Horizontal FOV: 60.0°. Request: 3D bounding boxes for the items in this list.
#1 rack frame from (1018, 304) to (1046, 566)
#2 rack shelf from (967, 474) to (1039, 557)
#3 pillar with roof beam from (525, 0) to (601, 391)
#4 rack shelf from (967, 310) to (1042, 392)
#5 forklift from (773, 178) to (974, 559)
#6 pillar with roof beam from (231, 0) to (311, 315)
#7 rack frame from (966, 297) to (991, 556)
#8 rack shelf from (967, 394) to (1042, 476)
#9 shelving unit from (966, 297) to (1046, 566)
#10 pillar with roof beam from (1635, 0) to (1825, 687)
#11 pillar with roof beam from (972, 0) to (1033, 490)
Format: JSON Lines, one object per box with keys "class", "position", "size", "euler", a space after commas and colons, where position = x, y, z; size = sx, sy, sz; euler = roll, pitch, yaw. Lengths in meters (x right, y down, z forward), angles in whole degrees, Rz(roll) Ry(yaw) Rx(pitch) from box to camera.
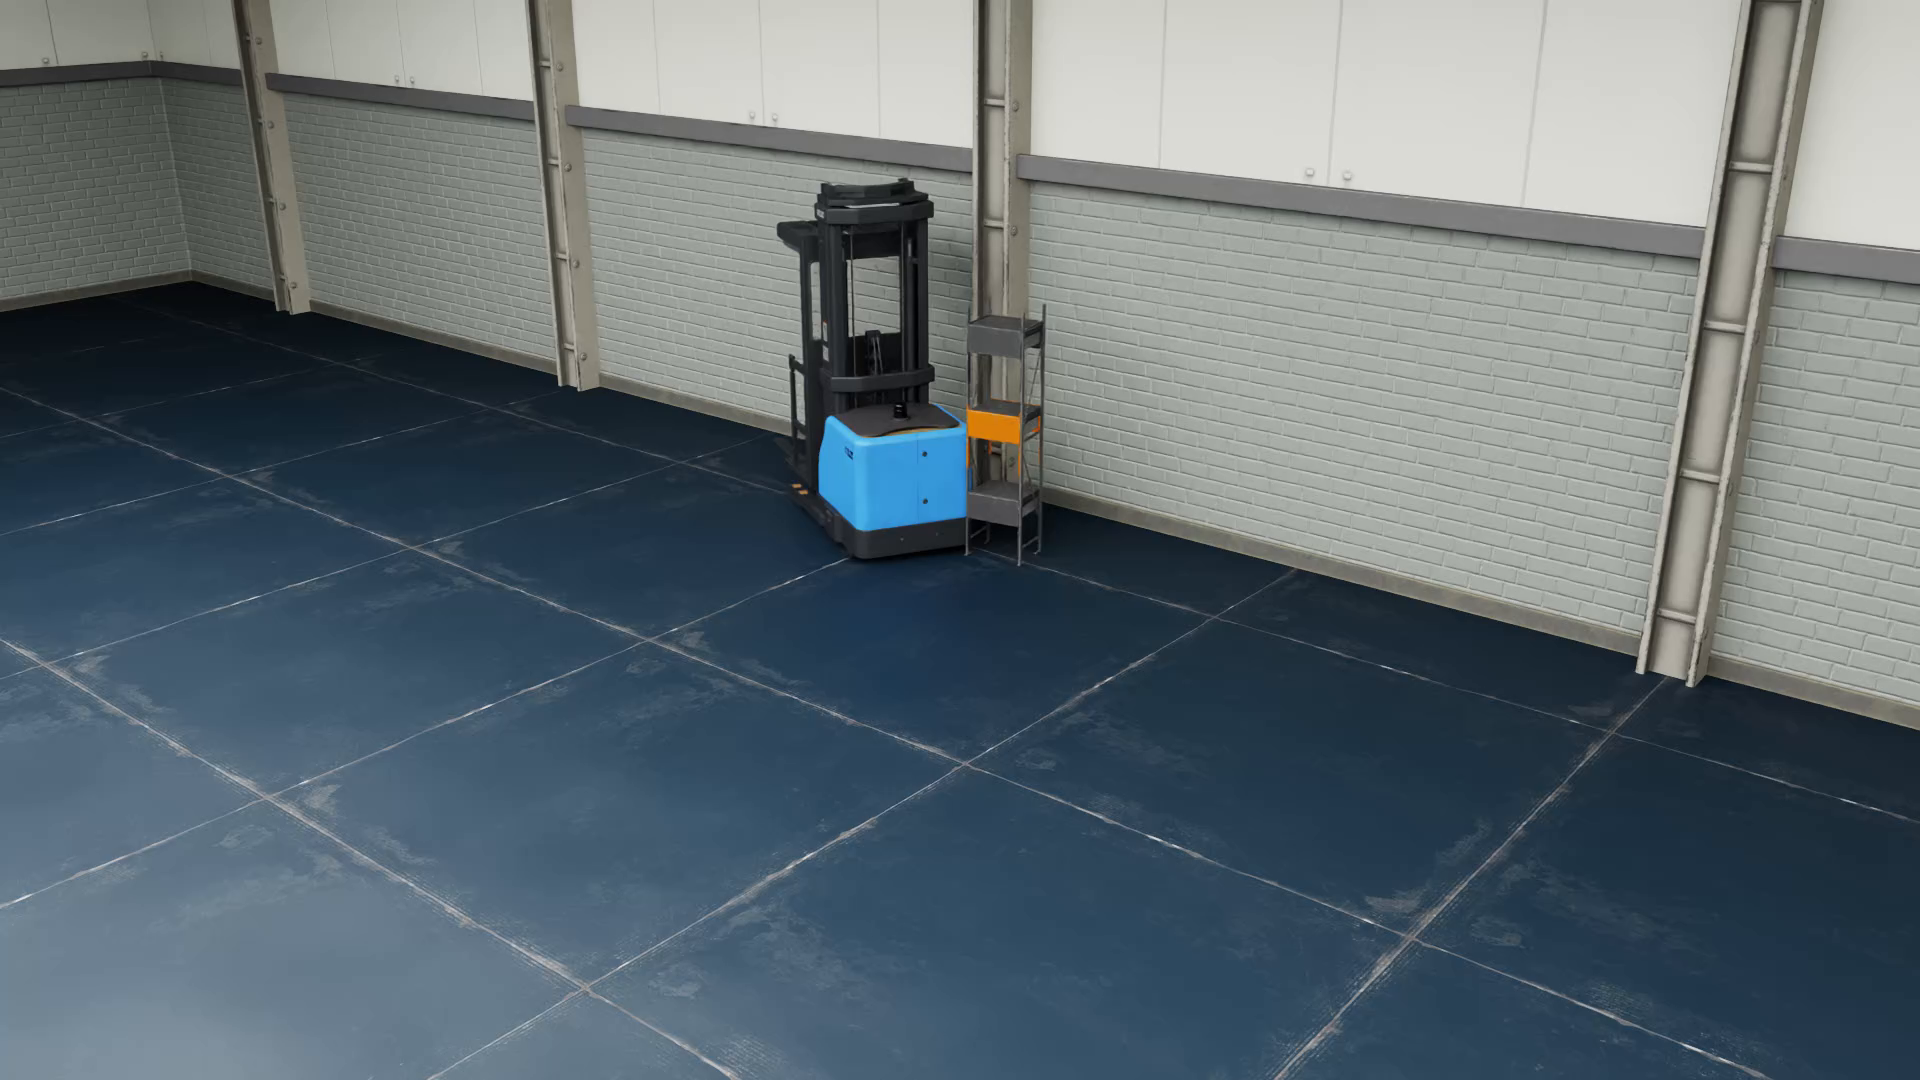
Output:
{"class": "rack frame", "position": [0.580, -0.831, 13.395], "size": [0.015, 2.100, 0.400], "euler": [11, 23, 27]}
{"class": "rack shelf", "position": [0.366, -0.204, 13.756], "size": [0.480, 0.518, 0.431], "euler": [11, 23, 27]}
{"class": "pillar with roof beam", "position": [-7.016, -4.779, 14.087], "size": [0.400, 9.000, 9.100], "euler": [16, 26, 36]}
{"class": "rack shelf", "position": [0.366, -1.514, 13.262], "size": [0.480, 0.518, 0.431], "euler": [11, 23, 27]}
{"class": "forklift", "position": [-0.919, -1.703, 14.530], "size": [1.130, 2.935, 3.031], "euler": [-8, 22, -21]}
{"class": "pillar with roof beam", "position": [-11.664, -6.117, 17.637], "size": [0.400, 9.000, 9.100], "euler": [16, 26, 36]}
{"class": "rack frame", "position": [0.152, -0.913, 13.613], "size": [0.015, 2.100, 0.400], "euler": [11, 23, 27]}
{"class": "rack shelf", "position": [0.366, -0.859, 13.509], "size": [0.480, 0.518, 0.431], "euler": [11, 23, 27]}
{"class": "shelving unit", "position": [0.366, -0.872, 13.504], "size": [0.503, 2.100, 0.431], "euler": [11, 23, 27]}
{"class": "pillar with roof beam", "position": [2.281, -2.102, 6.988], "size": [0.400, 9.000, 9.100], "euler": [16, 26, 36]}
{"class": "pillar with roof beam", "position": [-2.368, -3.440, 10.537], "size": [0.400, 9.000, 9.100], "euler": [16, 26, 36]}
